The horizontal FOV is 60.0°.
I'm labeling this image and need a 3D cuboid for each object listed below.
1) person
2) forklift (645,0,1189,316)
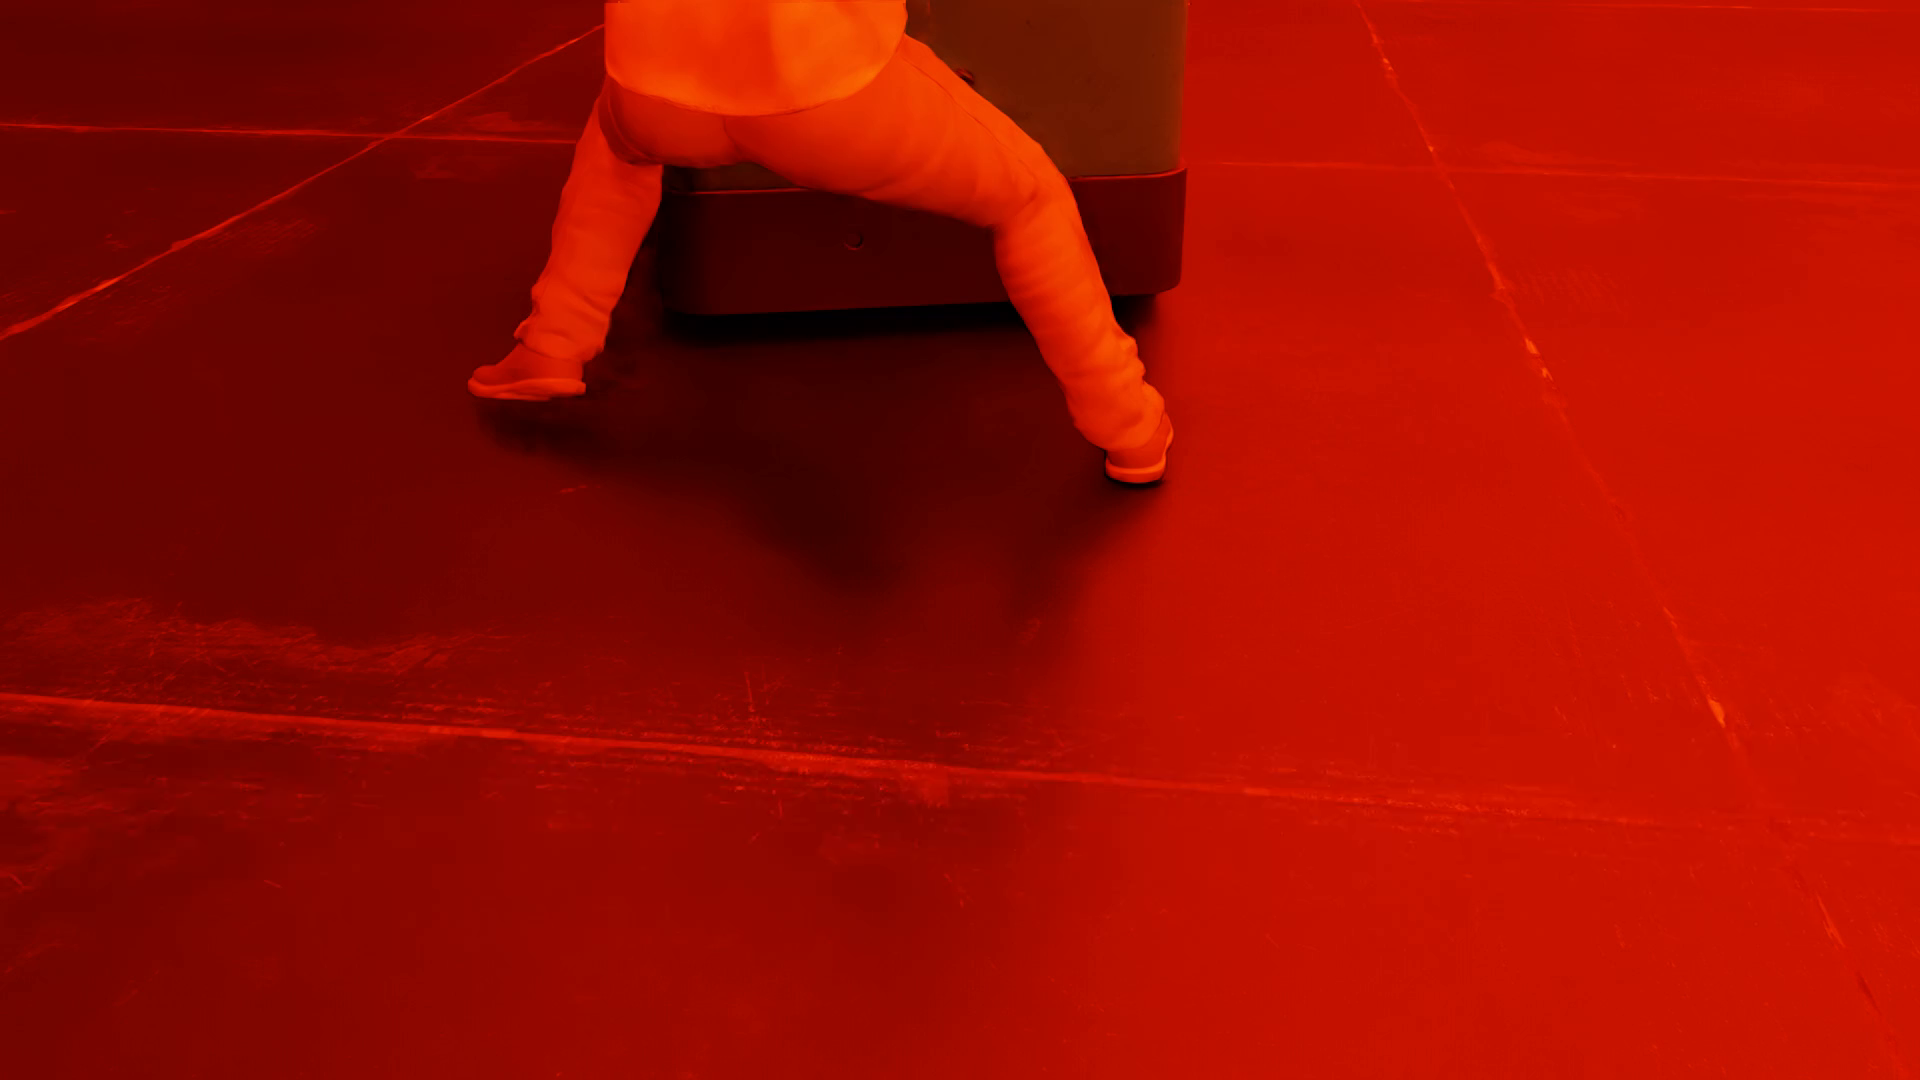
[{"bbox_3d":[-0.257,-0.811,2.511,1.202,1.441,0.661,11,29,22],"label":"person"},{"bbox_3d":[-0.278,-2.375,3.978,1.130,2.935,3.031,-4,27,-8],"label":"forklift"}]
